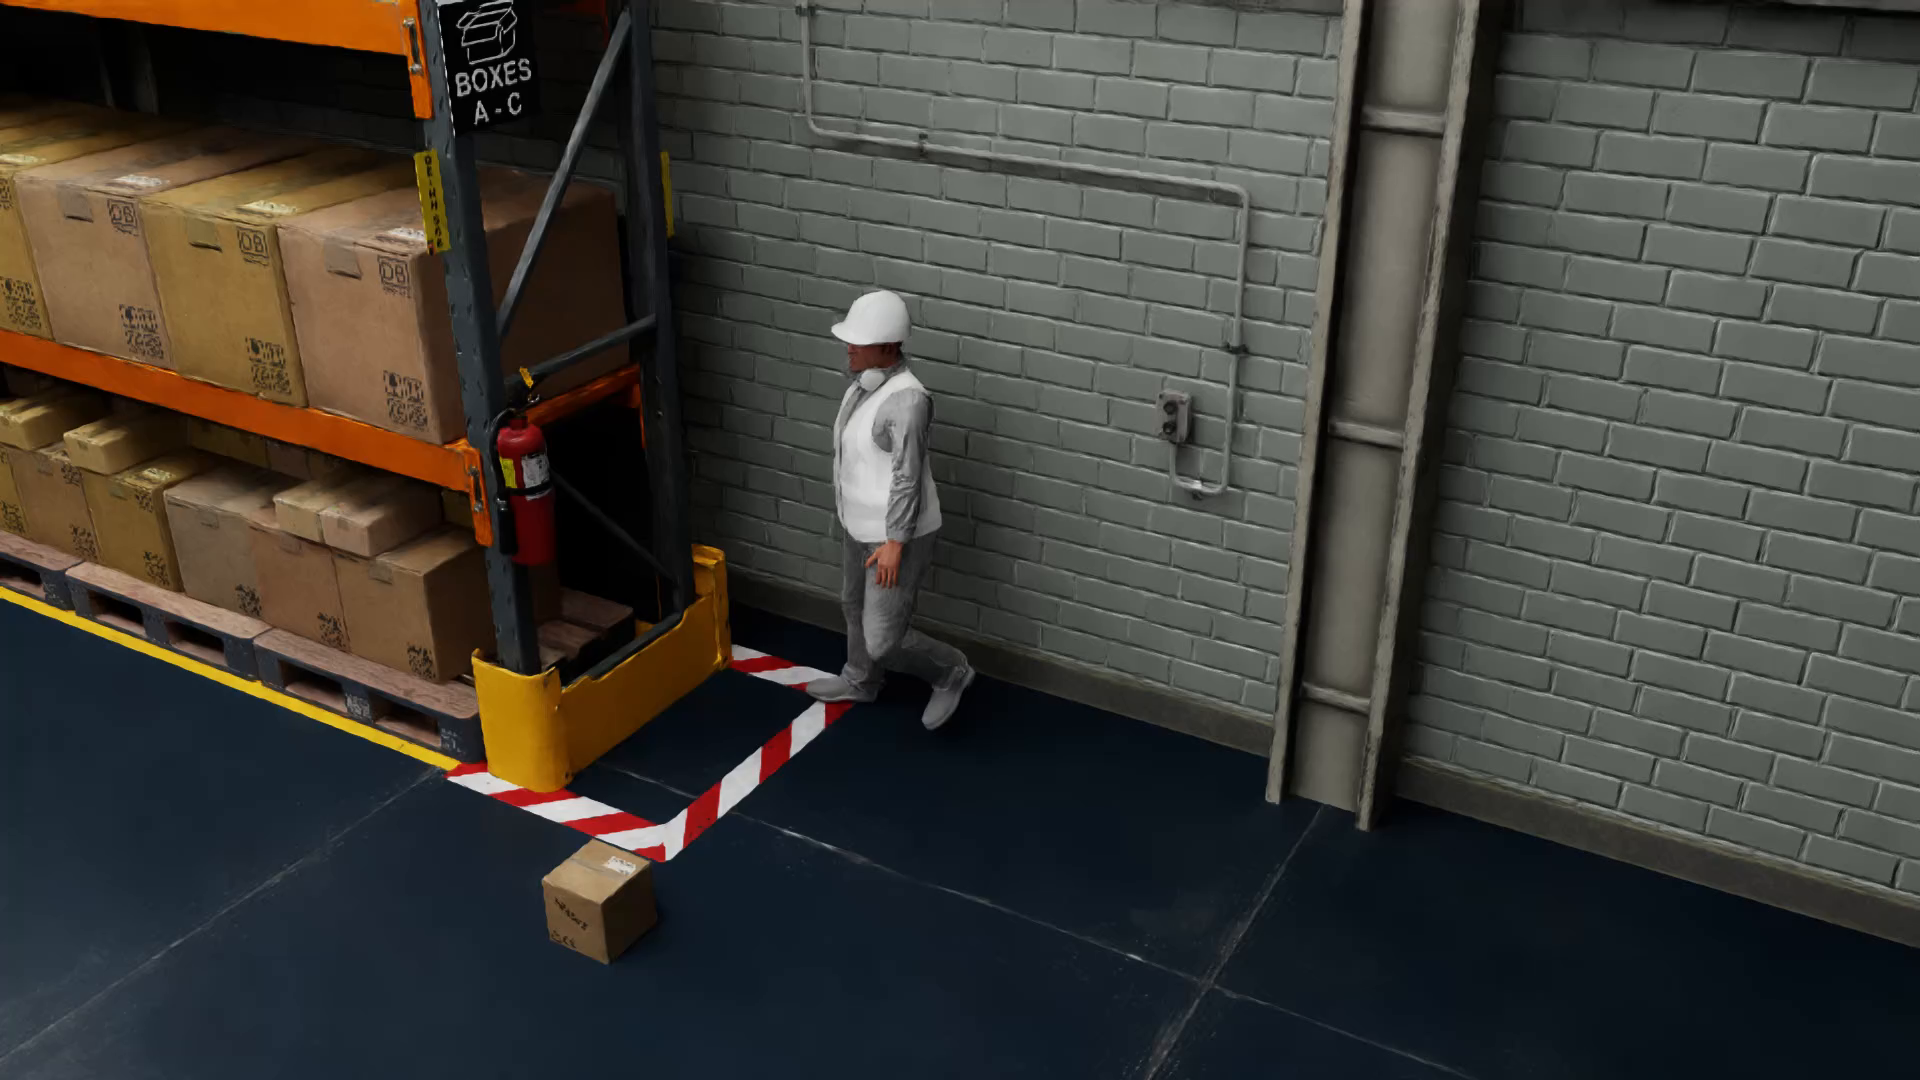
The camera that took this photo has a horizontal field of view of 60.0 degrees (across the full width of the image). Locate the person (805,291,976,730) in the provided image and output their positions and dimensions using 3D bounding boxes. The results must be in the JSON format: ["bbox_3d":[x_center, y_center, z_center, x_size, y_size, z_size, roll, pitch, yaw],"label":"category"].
[{"bbox_3d":[-0.258,-0.086,6.221,0.553,1.765,0.654,-11,28,-21],"label":"person"}]
